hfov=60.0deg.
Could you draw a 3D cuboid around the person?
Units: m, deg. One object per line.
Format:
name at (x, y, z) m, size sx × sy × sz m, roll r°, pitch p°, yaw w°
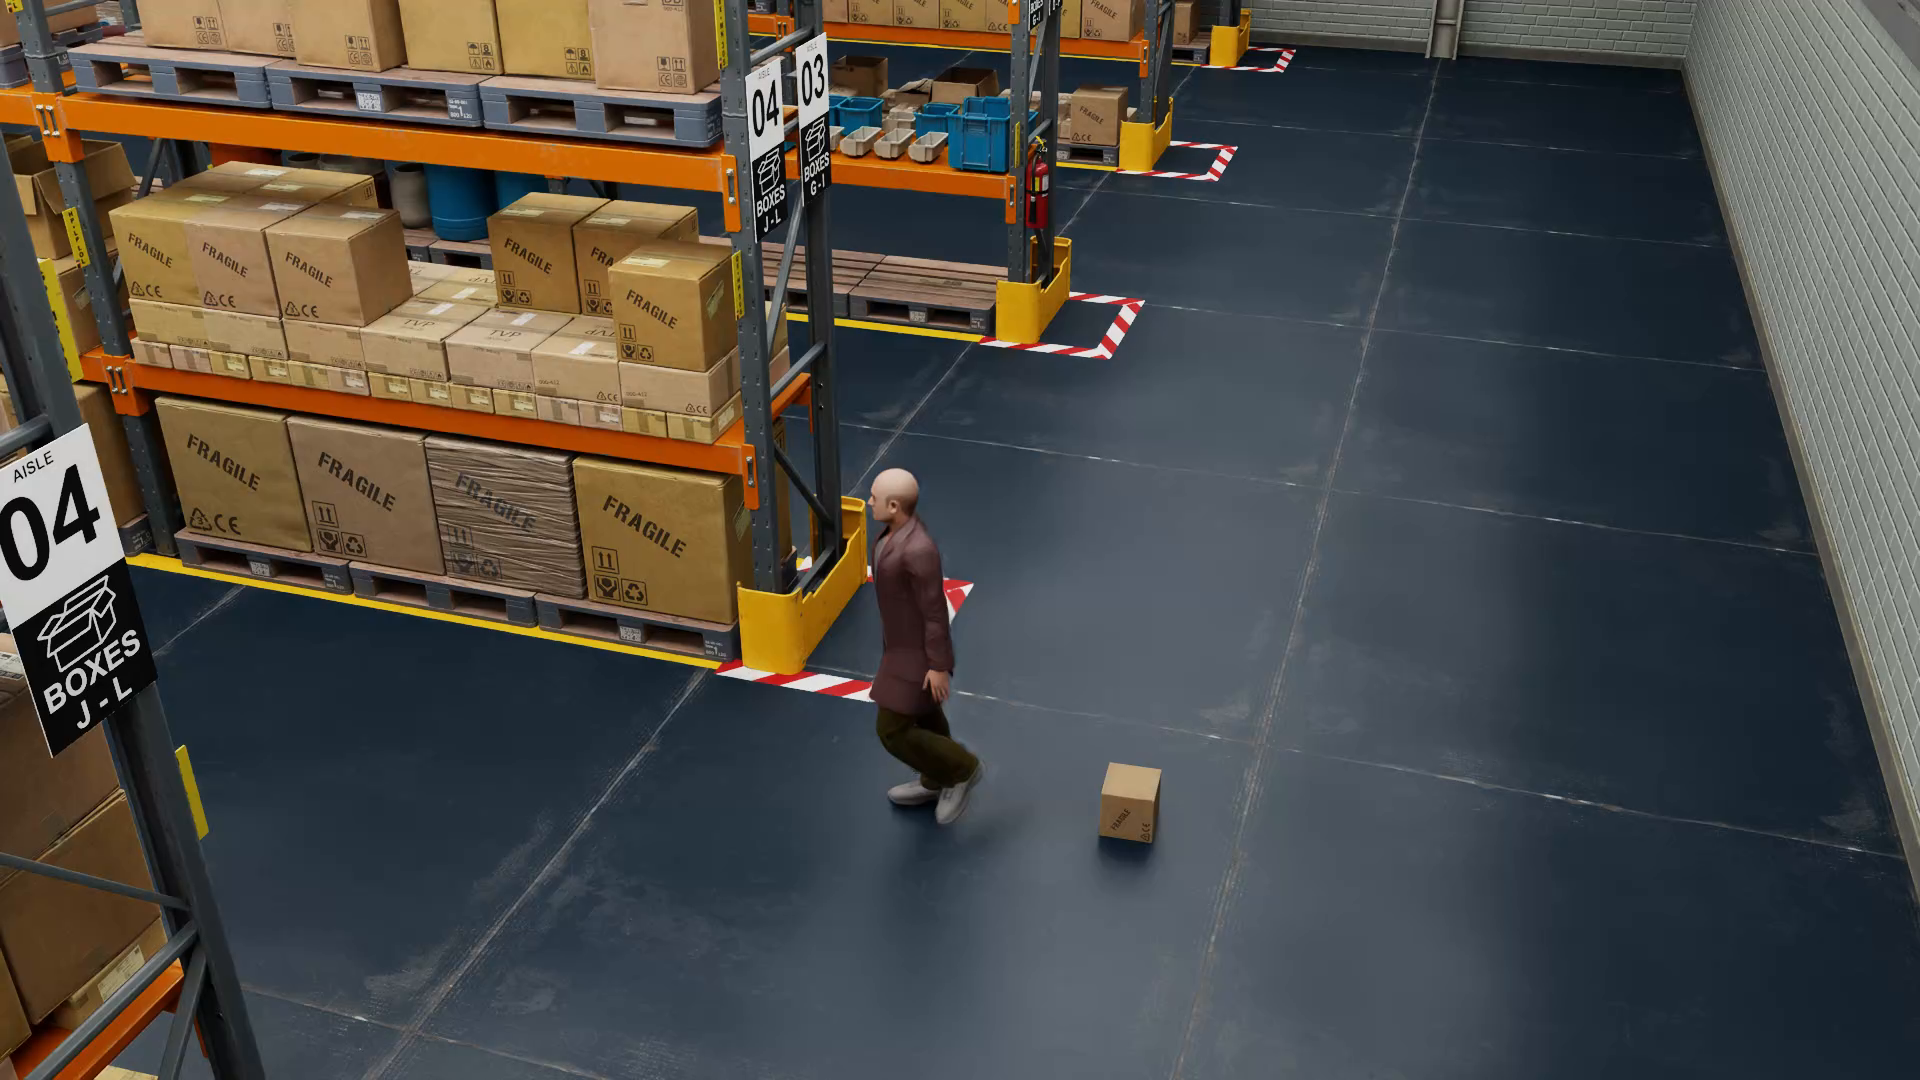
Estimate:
person at (-0.168, 0.484, 7.621) m, size 0.552 × 1.769 × 0.619 m, roll -5°, pitch 29°, yaw -9°
